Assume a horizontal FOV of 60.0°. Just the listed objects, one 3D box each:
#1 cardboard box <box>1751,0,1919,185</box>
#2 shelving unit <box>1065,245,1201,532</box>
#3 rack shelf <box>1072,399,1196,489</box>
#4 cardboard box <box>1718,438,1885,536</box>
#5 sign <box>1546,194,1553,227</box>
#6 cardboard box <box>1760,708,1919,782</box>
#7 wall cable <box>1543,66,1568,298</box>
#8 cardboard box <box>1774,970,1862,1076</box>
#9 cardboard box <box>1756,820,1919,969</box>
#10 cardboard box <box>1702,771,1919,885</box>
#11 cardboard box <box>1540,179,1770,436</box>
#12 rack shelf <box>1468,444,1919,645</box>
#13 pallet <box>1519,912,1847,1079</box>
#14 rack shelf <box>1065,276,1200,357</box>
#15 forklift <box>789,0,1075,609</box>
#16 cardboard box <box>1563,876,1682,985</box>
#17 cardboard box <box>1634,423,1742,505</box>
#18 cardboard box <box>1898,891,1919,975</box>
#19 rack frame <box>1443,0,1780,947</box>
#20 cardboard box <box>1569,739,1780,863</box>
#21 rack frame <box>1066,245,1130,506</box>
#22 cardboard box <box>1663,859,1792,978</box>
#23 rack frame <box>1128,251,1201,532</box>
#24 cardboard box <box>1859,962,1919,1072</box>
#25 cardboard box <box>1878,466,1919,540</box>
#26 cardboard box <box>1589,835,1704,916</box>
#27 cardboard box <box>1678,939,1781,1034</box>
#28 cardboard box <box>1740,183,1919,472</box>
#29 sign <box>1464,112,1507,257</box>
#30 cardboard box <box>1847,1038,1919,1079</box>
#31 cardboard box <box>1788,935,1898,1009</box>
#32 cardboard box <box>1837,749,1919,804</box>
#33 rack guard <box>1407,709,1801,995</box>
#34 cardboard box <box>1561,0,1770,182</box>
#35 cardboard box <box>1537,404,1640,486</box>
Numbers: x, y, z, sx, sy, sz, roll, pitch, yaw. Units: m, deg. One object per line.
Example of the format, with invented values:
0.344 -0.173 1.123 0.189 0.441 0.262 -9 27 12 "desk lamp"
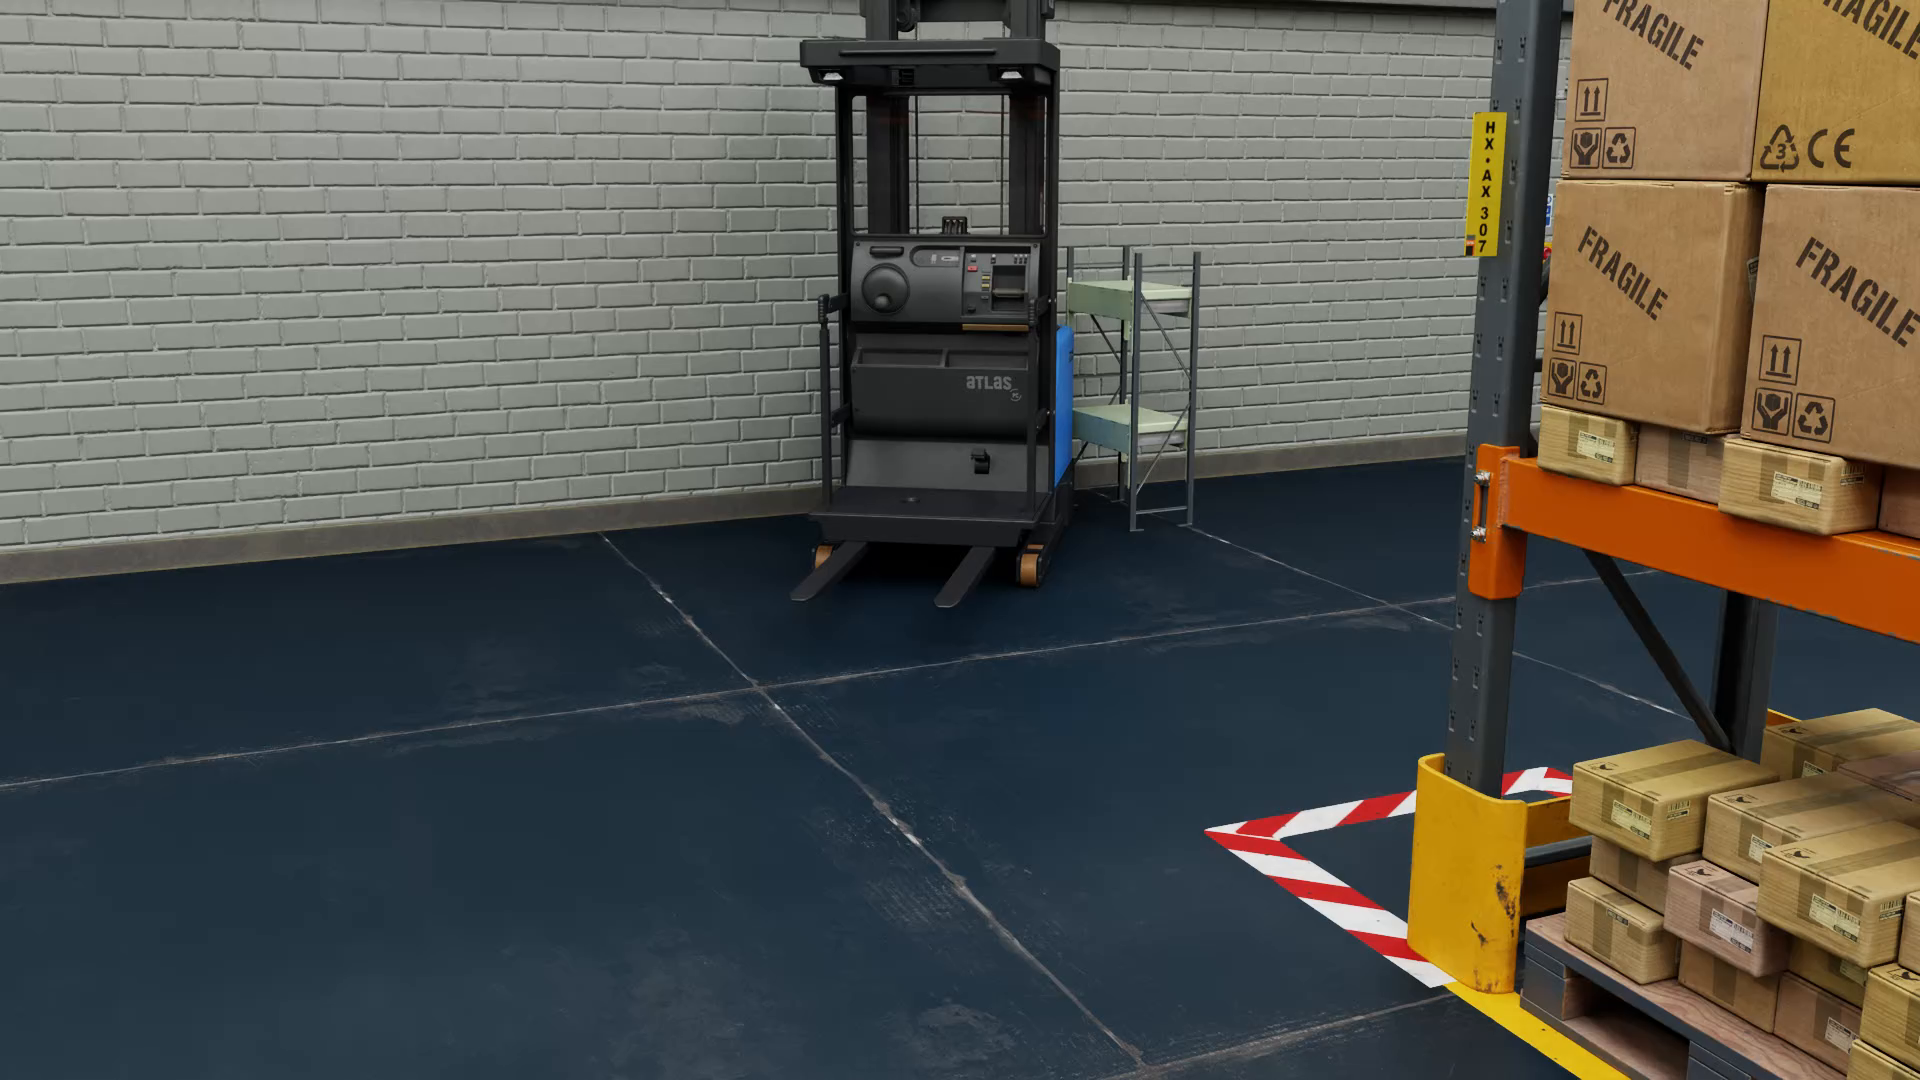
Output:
1.860 -0.909 3.048 0.500 0.500 0.500 -5 14 -21 "cardboard box"
0.945 -0.868 9.295 0.431 1.500 0.755 -6 14 -25 "shelving unit"
0.945 -0.551 9.368 0.431 0.370 0.720 -6 14 -25 "rack shelf"
1.744 -0.121 3.297 0.380 0.149 0.250 -6 14 -25 "cardboard box"
3.862 -2.220 11.209 0.327 0.218 0.001 -6 14 -23 "sign"
2.160 0.532 3.991 0.380 0.149 0.250 -5 14 -22 "cardboard box"
3.930 -2.590 11.086 0.585 1.953 0.123 -6 14 -23 "wall cable"
1.918 0.970 3.418 0.380 0.149 0.250 -5 14 -22 "cardboard box"
1.818 0.694 3.290 0.380 0.149 0.250 -6 14 -23 "cardboard box"
1.835 0.631 3.565 0.380 0.149 0.250 -5 14 -22 "cardboard box"
1.642 -0.525 3.604 0.500 0.500 0.500 -5 14 -20 "cardboard box"
2.517 0.315 2.453 1.077 0.370 4.000 -6 14 -23 "rack shelf"
2.039 1.096 3.665 1.003 0.211 1.213 -6 14 -23 "pallet"
0.945 -1.248 9.207 0.431 0.370 0.720 -6 14 -25 "rack shelf"
-0.107 -1.289 7.938 1.130 2.935 3.031 2 13 10 "forklift"
1.632 0.872 3.839 0.380 0.149 0.250 -5 14 -22 "cardboard box"
1.685 -0.181 3.558 0.380 0.149 0.250 -5 14 -21 "cardboard box"
1.993 0.738 3.101 0.380 0.149 0.250 -6 14 -26 "cardboard box"
1.715 -0.449 4.157 1.000 3.000 0.127 -6 14 -23 "rack frame"
1.614 0.584 3.764 0.380 0.149 0.250 -6 14 -26 "cardboard box"
0.788 -0.943 9.617 0.400 1.500 0.023 -6 14 -25 "rack frame"
1.748 0.784 3.564 0.380 0.149 0.250 -6 14 -23 "cardboard box"
1.102 -0.794 8.973 0.400 1.500 0.023 -6 14 -25 "rack frame"
1.931 0.889 3.108 0.380 0.149 0.250 -5 14 -21 "cardboard box"
1.973 -0.080 3.119 0.380 0.149 0.250 -5 14 -20 "cardboard box"
1.690 0.722 3.830 0.380 0.149 0.250 -5 14 -21 "cardboard box"
1.812 0.919 3.637 0.380 0.149 0.250 -6 14 -23 "cardboard box"
1.880 -0.417 3.136 0.500 0.500 0.500 -6 14 -23 "cardboard box"
1.218 -0.822 3.848 0.100 0.325 0.005 -6 14 -23 "sign"
1.920 1.033 3.147 0.380 0.149 0.250 -5 14 -22 "cardboard box"
1.927 0.826 3.380 0.380 0.149 0.250 -5 14 -22 "cardboard box"
2.208 0.589 3.744 0.380 0.149 0.250 -5 14 -22 "cardboard box"
1.746 0.785 4.371 1.175 0.500 0.348 -6 14 -23 "rack guard"
1.652 -1.013 3.496 0.500 0.500 0.500 -6 14 -23 "cardboard box"
1.545 -0.230 3.769 0.380 0.149 0.250 -6 14 -23 "cardboard box"
